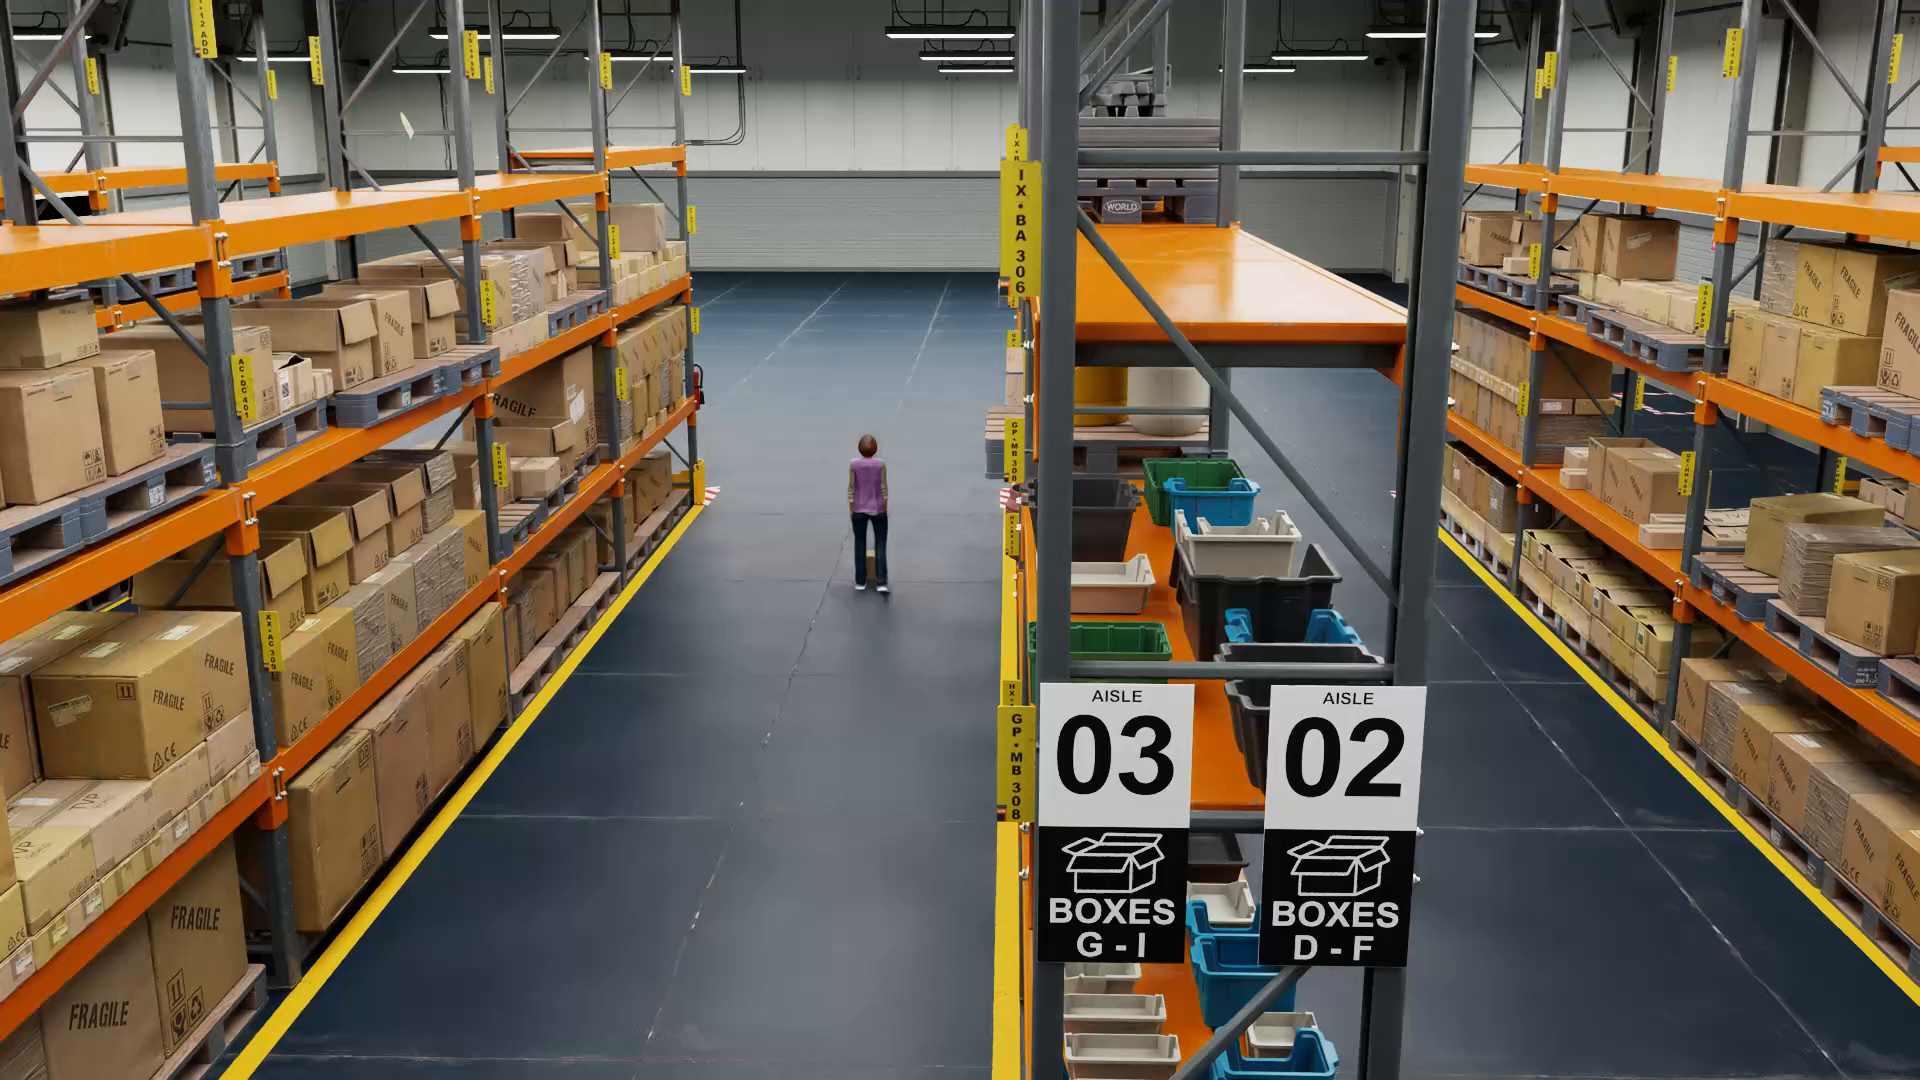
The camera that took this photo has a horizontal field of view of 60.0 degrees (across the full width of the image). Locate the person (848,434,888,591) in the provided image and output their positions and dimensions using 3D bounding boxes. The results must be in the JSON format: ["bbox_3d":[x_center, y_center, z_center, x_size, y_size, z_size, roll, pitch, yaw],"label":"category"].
[{"bbox_3d":[-0.916,-0.255,16.626,0.409,1.616,0.349,1,14,3],"label":"person"}]
